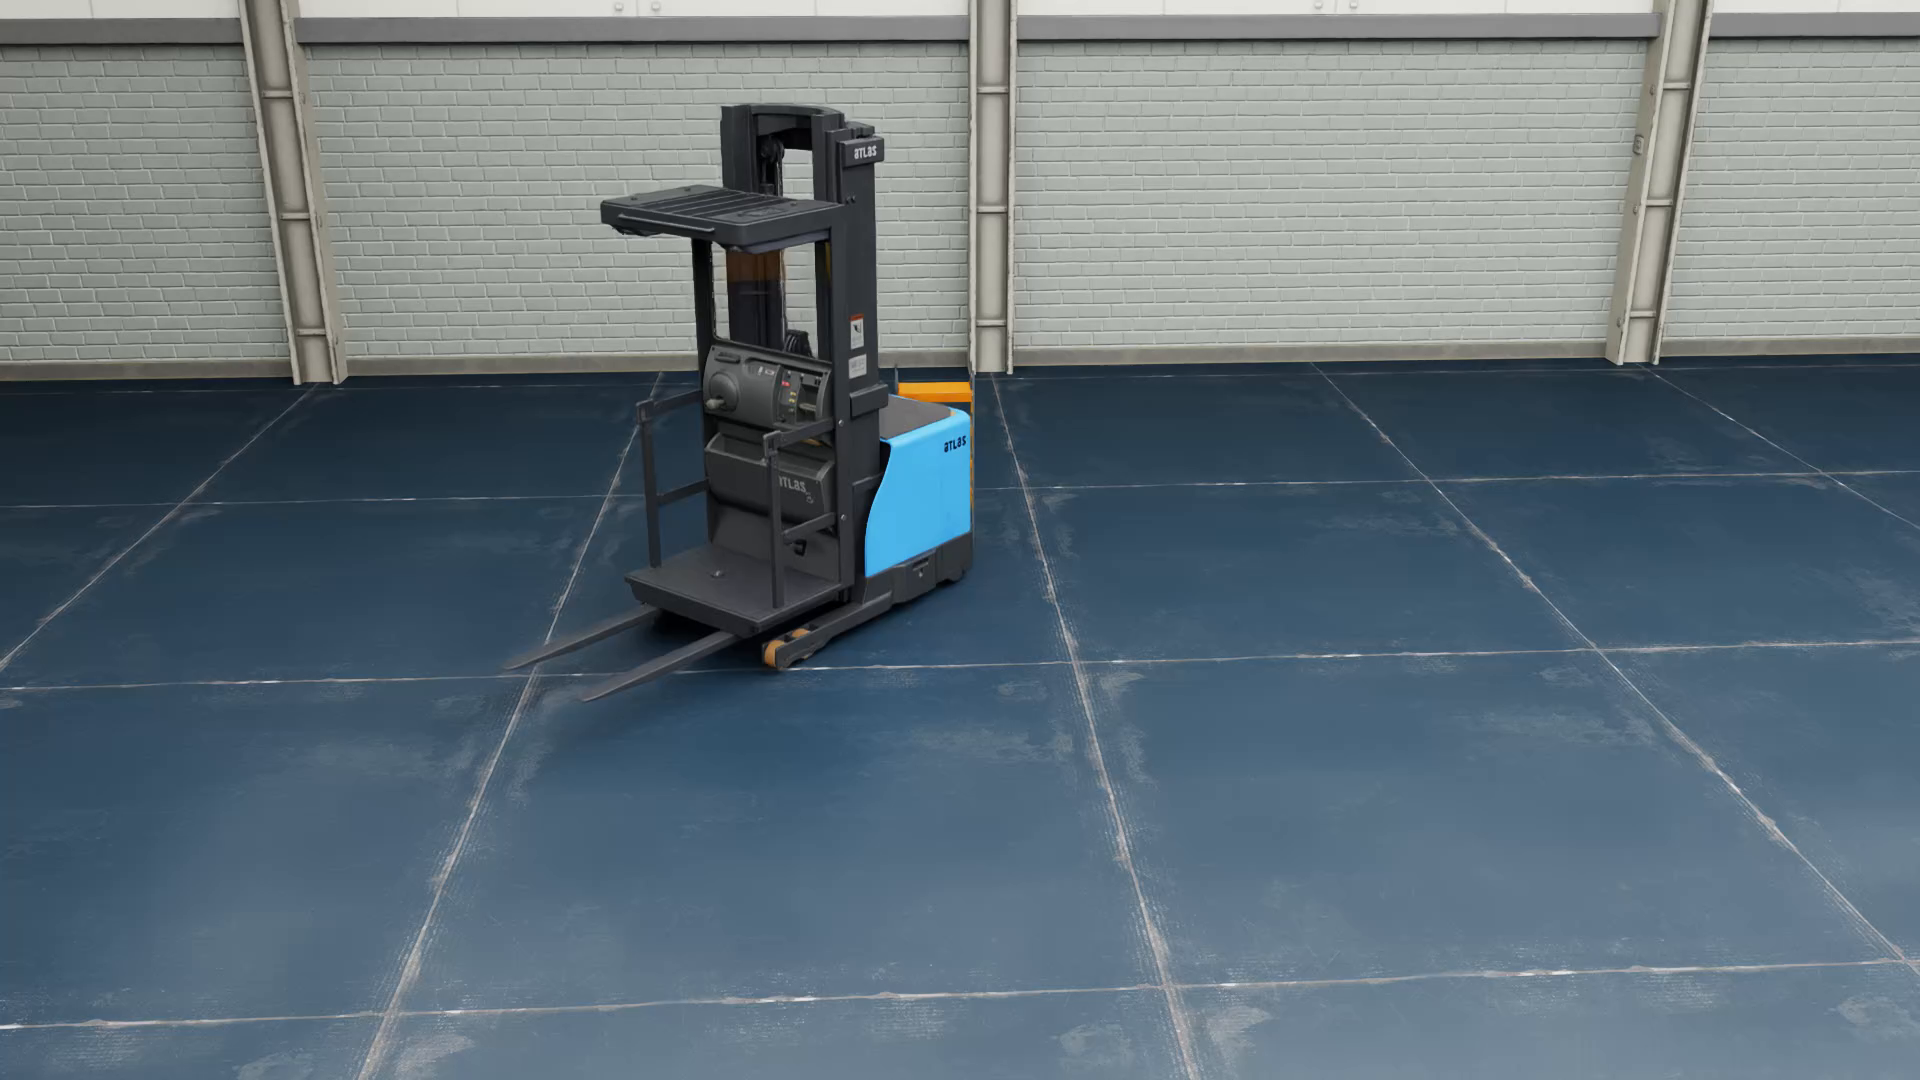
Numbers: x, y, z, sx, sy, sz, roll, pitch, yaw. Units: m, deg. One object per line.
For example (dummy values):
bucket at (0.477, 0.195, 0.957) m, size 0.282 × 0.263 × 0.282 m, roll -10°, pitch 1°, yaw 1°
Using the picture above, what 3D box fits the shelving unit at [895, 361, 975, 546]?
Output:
shelving unit at (-0.165, -0.557, 10.899) m, size 0.503 × 1.200 × 0.258 m, roll -1°, pitch 21°, yaw -3°

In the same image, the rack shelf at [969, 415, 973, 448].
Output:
rack shelf at (-0.165, -0.704, 10.843) m, size 0.480 × 0.148 × 0.258 m, roll -1°, pitch 21°, yaw -3°

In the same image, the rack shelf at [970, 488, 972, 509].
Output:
rack shelf at (-0.165, -0.309, 10.993) m, size 0.480 × 0.148 × 0.258 m, roll -1°, pitch 21°, yaw -3°

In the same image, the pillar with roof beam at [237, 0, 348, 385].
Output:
pillar with roof beam at (-5.470, -4.111, 9.272) m, size 0.400 × 9.000 × 9.100 m, roll -1°, pitch 21°, yaw -3°

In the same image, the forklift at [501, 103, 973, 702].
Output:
forklift at (-1.223, -0.846, 9.223) m, size 1.130 × 2.935 × 3.031 m, roll 16°, pitch 26°, yaw 35°

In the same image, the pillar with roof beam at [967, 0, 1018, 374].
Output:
pillar with roof beam at (0.520, -4.233, 9.592) m, size 0.400 × 9.000 × 9.100 m, roll -1°, pitch 21°, yaw -3°

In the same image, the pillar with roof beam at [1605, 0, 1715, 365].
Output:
pillar with roof beam at (6.511, -4.355, 9.912) m, size 0.400 × 9.000 × 9.100 m, roll -1°, pitch 21°, yaw -3°

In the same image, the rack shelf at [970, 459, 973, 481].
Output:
rack shelf at (-0.165, -0.494, 10.923) m, size 0.480 × 0.148 × 0.258 m, roll -1°, pitch 21°, yaw -3°

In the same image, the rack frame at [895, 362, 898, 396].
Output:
rack frame at (-0.409, -0.552, 10.886) m, size 0.015 × 1.200 × 0.240 m, roll -1°, pitch 21°, yaw -3°

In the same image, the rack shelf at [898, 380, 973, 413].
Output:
rack shelf at (-0.165, -0.925, 10.759) m, size 0.480 × 0.148 × 0.258 m, roll -1°, pitch 21°, yaw -3°

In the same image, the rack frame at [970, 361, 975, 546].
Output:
rack frame at (0.078, -0.562, 10.912) m, size 0.015 × 1.200 × 0.240 m, roll -1°, pitch 21°, yaw -3°
